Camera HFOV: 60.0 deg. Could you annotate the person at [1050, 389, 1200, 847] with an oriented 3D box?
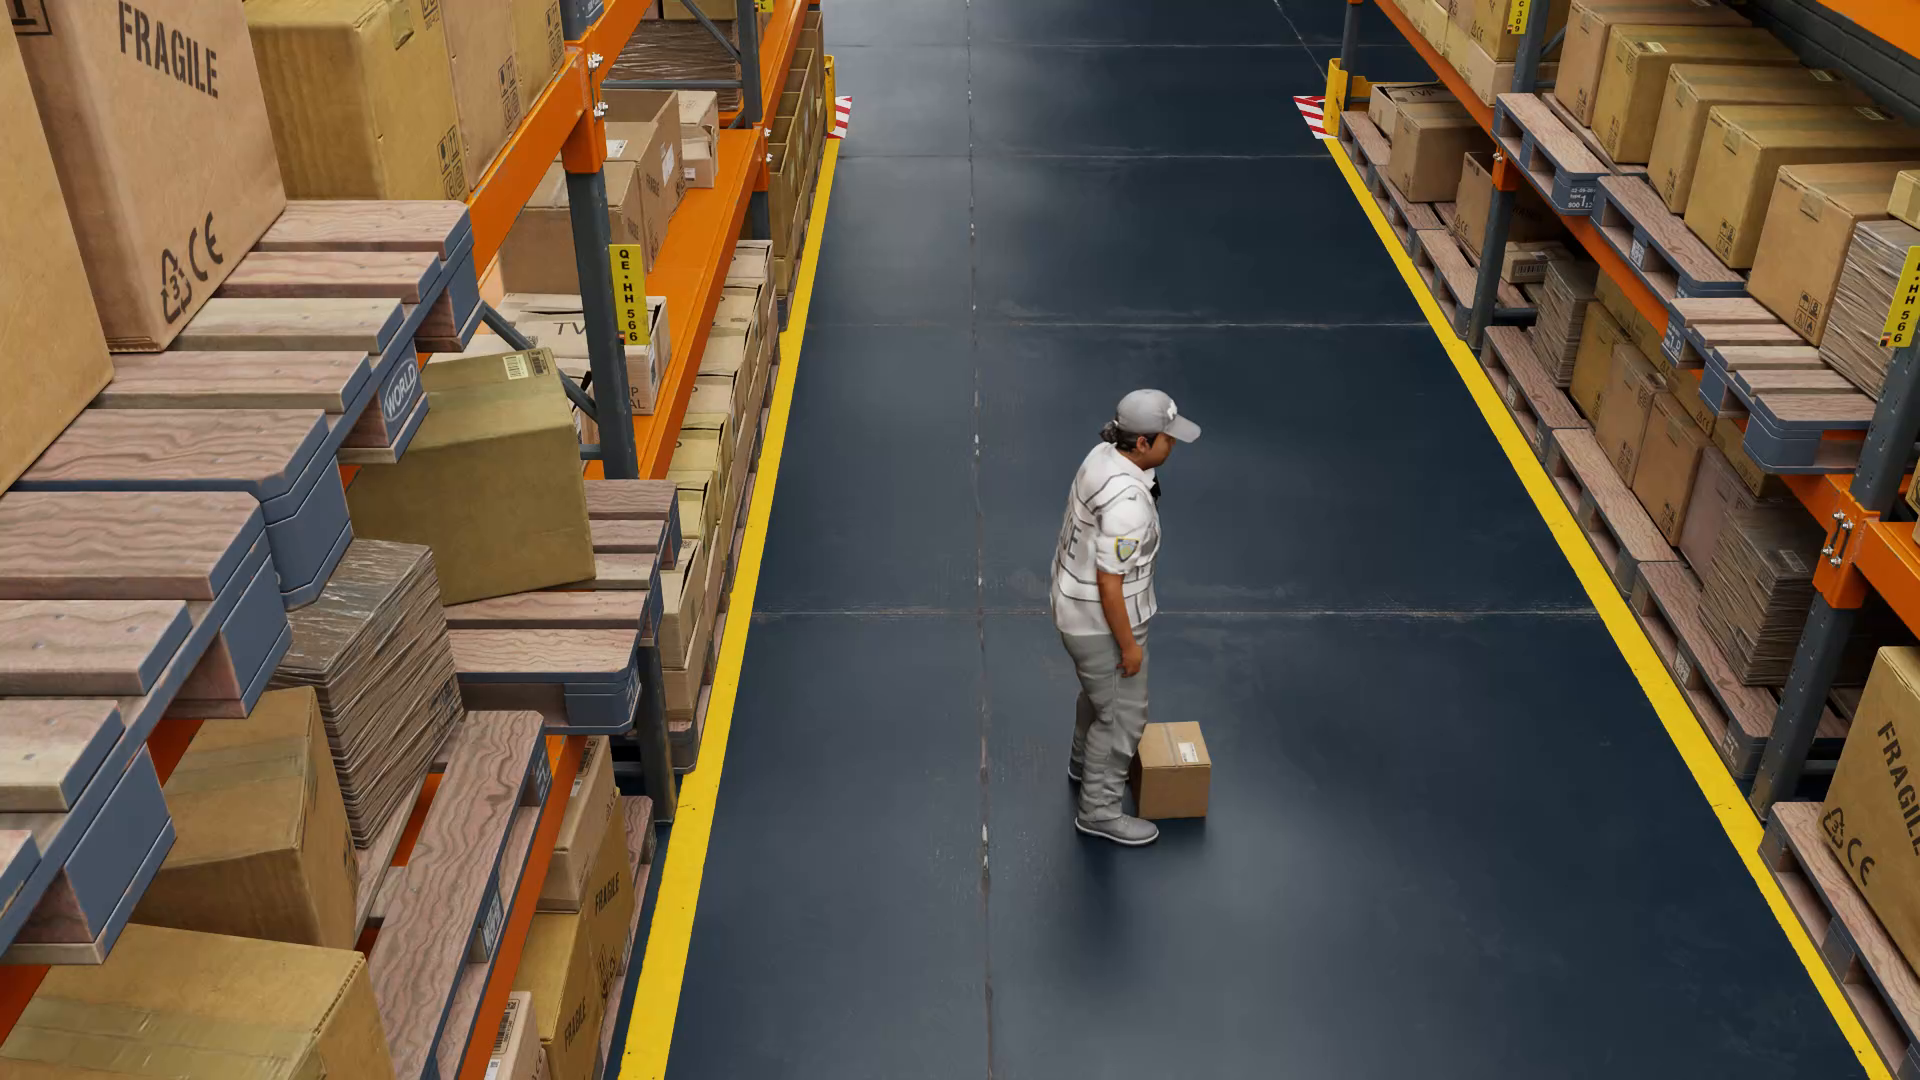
[{"bbox_3d":[0.545,0.248,5.727,0.465,1.666,0.538,0,32,0],"label":"person"}]
